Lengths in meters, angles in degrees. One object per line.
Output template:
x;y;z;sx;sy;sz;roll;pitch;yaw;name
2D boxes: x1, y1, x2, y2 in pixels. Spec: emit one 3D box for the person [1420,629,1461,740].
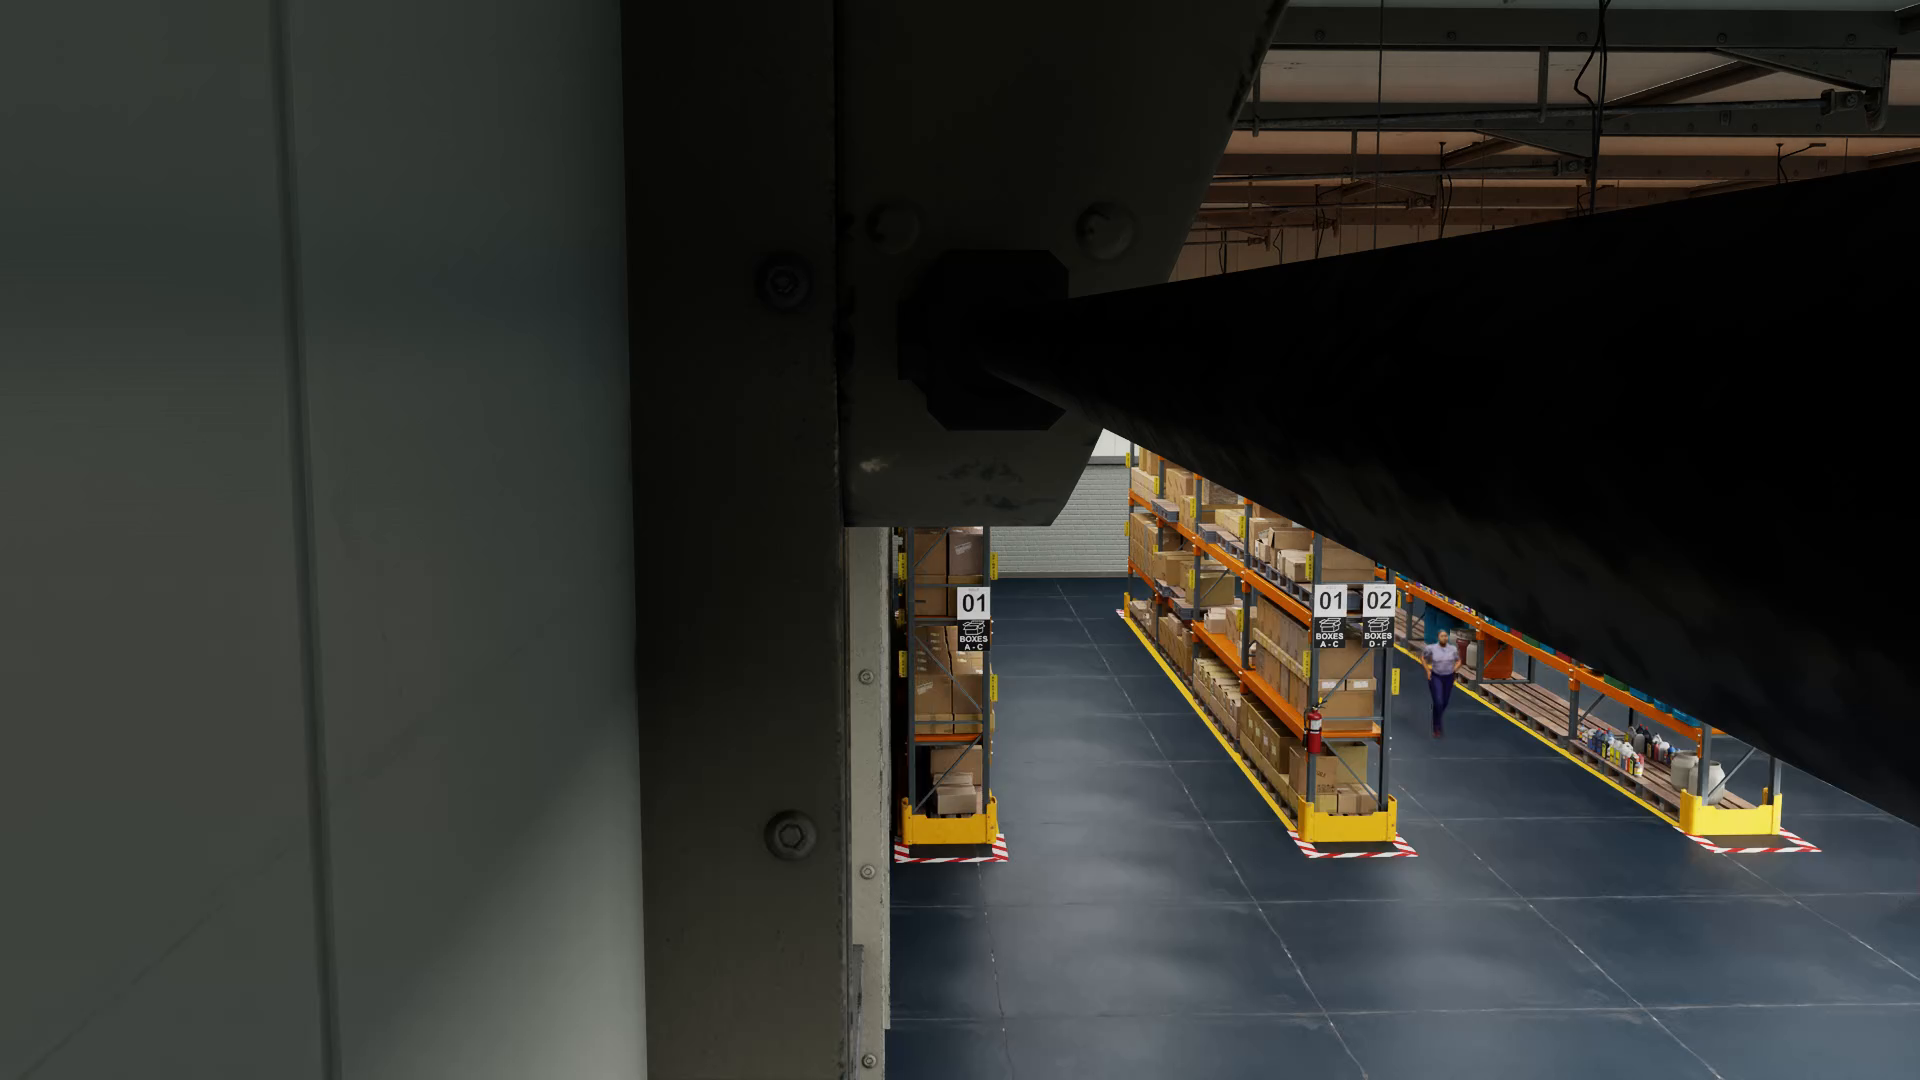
7.488;2.209;25.889;0.595;1.690;0.789;0;7;-3;person
